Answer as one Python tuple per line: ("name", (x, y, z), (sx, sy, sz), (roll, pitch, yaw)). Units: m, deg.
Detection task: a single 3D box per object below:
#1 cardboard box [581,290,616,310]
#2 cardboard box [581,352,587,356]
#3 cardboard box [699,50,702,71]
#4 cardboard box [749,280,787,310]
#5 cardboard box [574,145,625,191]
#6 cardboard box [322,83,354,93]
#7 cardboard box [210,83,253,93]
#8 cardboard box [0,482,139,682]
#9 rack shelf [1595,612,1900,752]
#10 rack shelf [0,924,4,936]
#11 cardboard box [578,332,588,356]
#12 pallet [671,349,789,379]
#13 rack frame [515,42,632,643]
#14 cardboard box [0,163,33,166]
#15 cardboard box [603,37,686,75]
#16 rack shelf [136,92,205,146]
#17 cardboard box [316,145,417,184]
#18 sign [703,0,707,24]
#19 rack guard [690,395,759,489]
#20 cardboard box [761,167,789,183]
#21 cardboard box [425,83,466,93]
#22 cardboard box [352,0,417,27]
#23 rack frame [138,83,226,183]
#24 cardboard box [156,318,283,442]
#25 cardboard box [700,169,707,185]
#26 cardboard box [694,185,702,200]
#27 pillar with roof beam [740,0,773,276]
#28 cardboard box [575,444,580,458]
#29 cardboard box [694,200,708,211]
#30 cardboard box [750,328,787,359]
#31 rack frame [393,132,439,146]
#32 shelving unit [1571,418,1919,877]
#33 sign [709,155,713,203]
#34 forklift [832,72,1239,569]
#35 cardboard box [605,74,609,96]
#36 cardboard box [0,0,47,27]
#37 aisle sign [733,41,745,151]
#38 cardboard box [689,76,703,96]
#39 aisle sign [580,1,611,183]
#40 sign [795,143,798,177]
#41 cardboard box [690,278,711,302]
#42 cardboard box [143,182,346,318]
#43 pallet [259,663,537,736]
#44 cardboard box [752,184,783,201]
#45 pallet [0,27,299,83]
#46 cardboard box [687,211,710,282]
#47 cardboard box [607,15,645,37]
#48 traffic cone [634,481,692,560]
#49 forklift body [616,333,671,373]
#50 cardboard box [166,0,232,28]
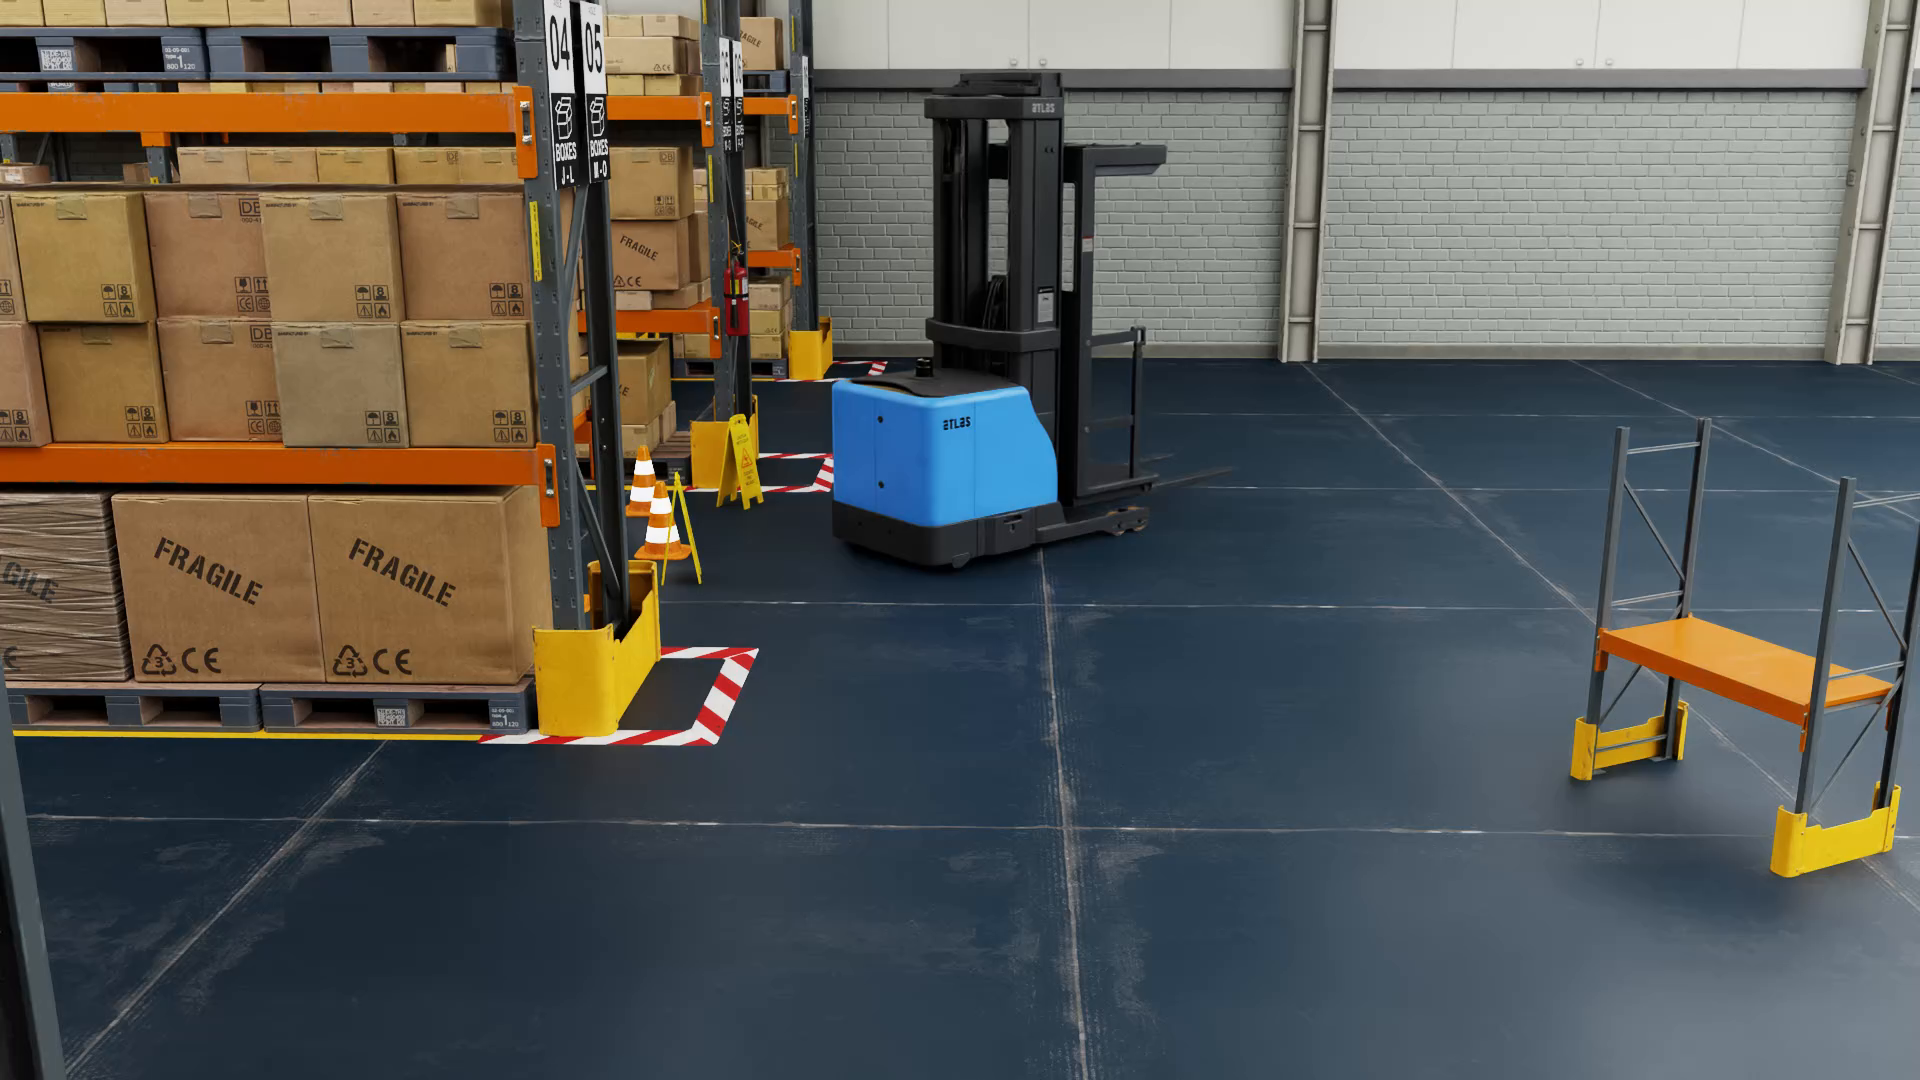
("cardboard box", (-2.613, -1.784, 12.214), (0.250, 0.149, 0.380), (0, 15, 0))
("cardboard box", (-3.051, -1.154, 12.432), (0.500, 0.500, 0.500), (1, 15, 4))
("cardboard box", (-2.689, -4.809, 16.553), (0.258, 0.266, 0.396), (0, 15, 2))
("cardboard box", (-2.067, -2.523, 17.131), (0.500, 0.250, 0.500), (1, 15, 3))
("cardboard box", (-2.744, -2.606, 12.097), (0.500, 0.500, 0.700), (1, 15, 2))
("cardboard box", (-4.388, -3.262, 11.935), (0.250, 0.149, 0.380), (0, 15, 0))
("cardboard box", (-5.155, -3.251, 11.894), (0.250, 0.149, 0.380), (0, 15, 1))
("cardboard box", (-4.218, 0.111, 7.881), (0.875, 0.875, 0.875), (0, 15, 2))
("rack shelf", (3.083, 0.540, 6.559), (0.538, 0.185, 1.000), (-7, 16, -24))
("rack shelf", (-3.975, 0.885, 3.016), (4.000, 0.370, 1.077), (0, 15, 1))
("cardboard box", (-2.898, -1.451, 12.284), (0.250, 0.149, 0.380), (1, 15, 3))
("pallet", (-2.365, -1.889, 17.586), (1.213, 0.211, 1.003), (0, 15, 1))
("rack frame", (-1.748, -0.714, 7.666), (0.127, 3.000, 1.000), (0, 15, 1))
("cardboard box", (-7.271, -2.786, 12.646), (0.250, 0.149, 0.380), (1, 15, 5))
("cardboard box", (-2.241, -3.433, 11.804), (0.500, 0.250, 0.500), (0, 15, 1))
("rack shelf", (-7.720, -3.119, 12.311), (4.000, 0.370, 1.077), (0, 15, 1))
("cardboard box", (-4.275, -2.601, 12.081), (0.500, 0.500, 0.700), (0, 15, 0))
("sign", (-1.756, -3.714, 11.422), (0.005, 0.325, 0.100), (0, 15, 1))
("rack guard", (-1.798, -0.769, 12.774), (0.348, 0.500, 1.175), (0, 15, 1))
("cardboard box", (-1.929, -3.805, 17.333), (0.250, 0.149, 0.380), (0, 15, 0))
("cardboard box", (-3.623, -3.236, 11.836), (0.250, 0.149, 0.380), (0, 15, 1))
("cardboard box", (-2.340, -2.212, 6.937), (0.250, 0.149, 0.380), (0, 15, 2))
("rack frame", (-5.721, -2.003, 12.552), (0.127, 3.000, 1.000), (0, 15, 1))
("cardboard box", (-3.227, -0.811, 7.740), (0.550, 0.550, 0.875), (0, 15, 1))
("cardboard box", (-2.472, -3.686, 16.880), (0.250, 0.149, 0.380), (1, 15, 3))
("cardboard box", (-2.714, -3.552, 16.954), (0.250, 0.149, 0.380), (0, 15, 1))
("pillar with roof beam", (-2.382, -5.280, 13.213), (0.400, 9.000, 9.100), (0, 15, 1))
("cardboard box", (-3.055, -0.793, 12.531), (0.500, 0.250, 0.500), (0, 15, 2))
("cardboard box", (-2.616, -3.233, 17.019), (0.500, 0.500, 0.500), (1, 15, 3))
("cardboard box", (-2.077, -2.039, 17.255), (0.500, 0.250, 0.500), (0, 15, 2))
("rack frame", (-5.598, -3.269, 17.350), (0.127, 3.000, 1.000), (0, 15, 1))
("shelving unit", (3.079, 0.364, 6.521), (0.587, 1.500, 1.083), (-7, 16, -24))
("sign", (-1.756, -2.548, 11.730), (0.005, 0.325, 0.100), (0, 15, 1))
("forklift", (0.630, -1.533, 10.905), (3.031, 2.935, 1.130), (-12, 19, -39))
("cardboard box", (-2.600, -3.241, 11.855), (0.250, 0.149, 0.380), (1, 15, 3))
("cardboard box", (-3.870, -2.221, 6.973), (0.250, 0.149, 0.380), (1, 15, 2))
("aisle sign", (-1.652, -3.313, 12.420), (0.004, 0.787, 0.394), (0, 15, 1))
("cardboard box", (-2.045, -3.391, 12.425), (0.250, 0.149, 0.380), (0, 15, 1))
("aisle sign", (-1.669, -2.047, 7.623), (0.004, 0.787, 0.394), (0, 15, 1))
("sign", (-1.627, -3.779, 16.549), (0.005, 0.325, 0.100), (0, 15, 1))
("cardboard box", (-2.056, -1.911, 12.694), (0.250, 0.149, 0.380), (0, 15, 2))
("cardboard box", (-3.226, -1.339, 7.626), (0.550, 0.550, 0.875), (0, 15, 1))
("pallet", (-2.549, 0.649, 7.966), (1.213, 0.211, 1.003), (0, 15, 1))
("cardboard box", (-1.953, -3.536, 16.894), (0.250, 0.149, 0.380), (1, 15, 2))
("pallet", (-3.712, -2.131, 7.331), (1.213, 0.211, 1.003), (0, 15, 1))
("cardboard box", (-2.189, -2.243, 12.683), (0.500, 0.500, 0.500), (0, 15, 1))
("cardboard box", (-2.325, -3.630, 11.768), (0.250, 0.149, 0.380), (1, 15, 2))
("traffic cone", (-1.873, -0.139, 10.460), (0.334, 0.463, 0.336), (0, 15, 1))
("forklift body", (-3.541, -2.380, 15.643), (1.214, 2.155, 2.313), (0, 15, 1))
("cardboard box", (-3.106, -2.217, 6.955), (0.250, 0.149, 0.380), (0, 15, 1))
